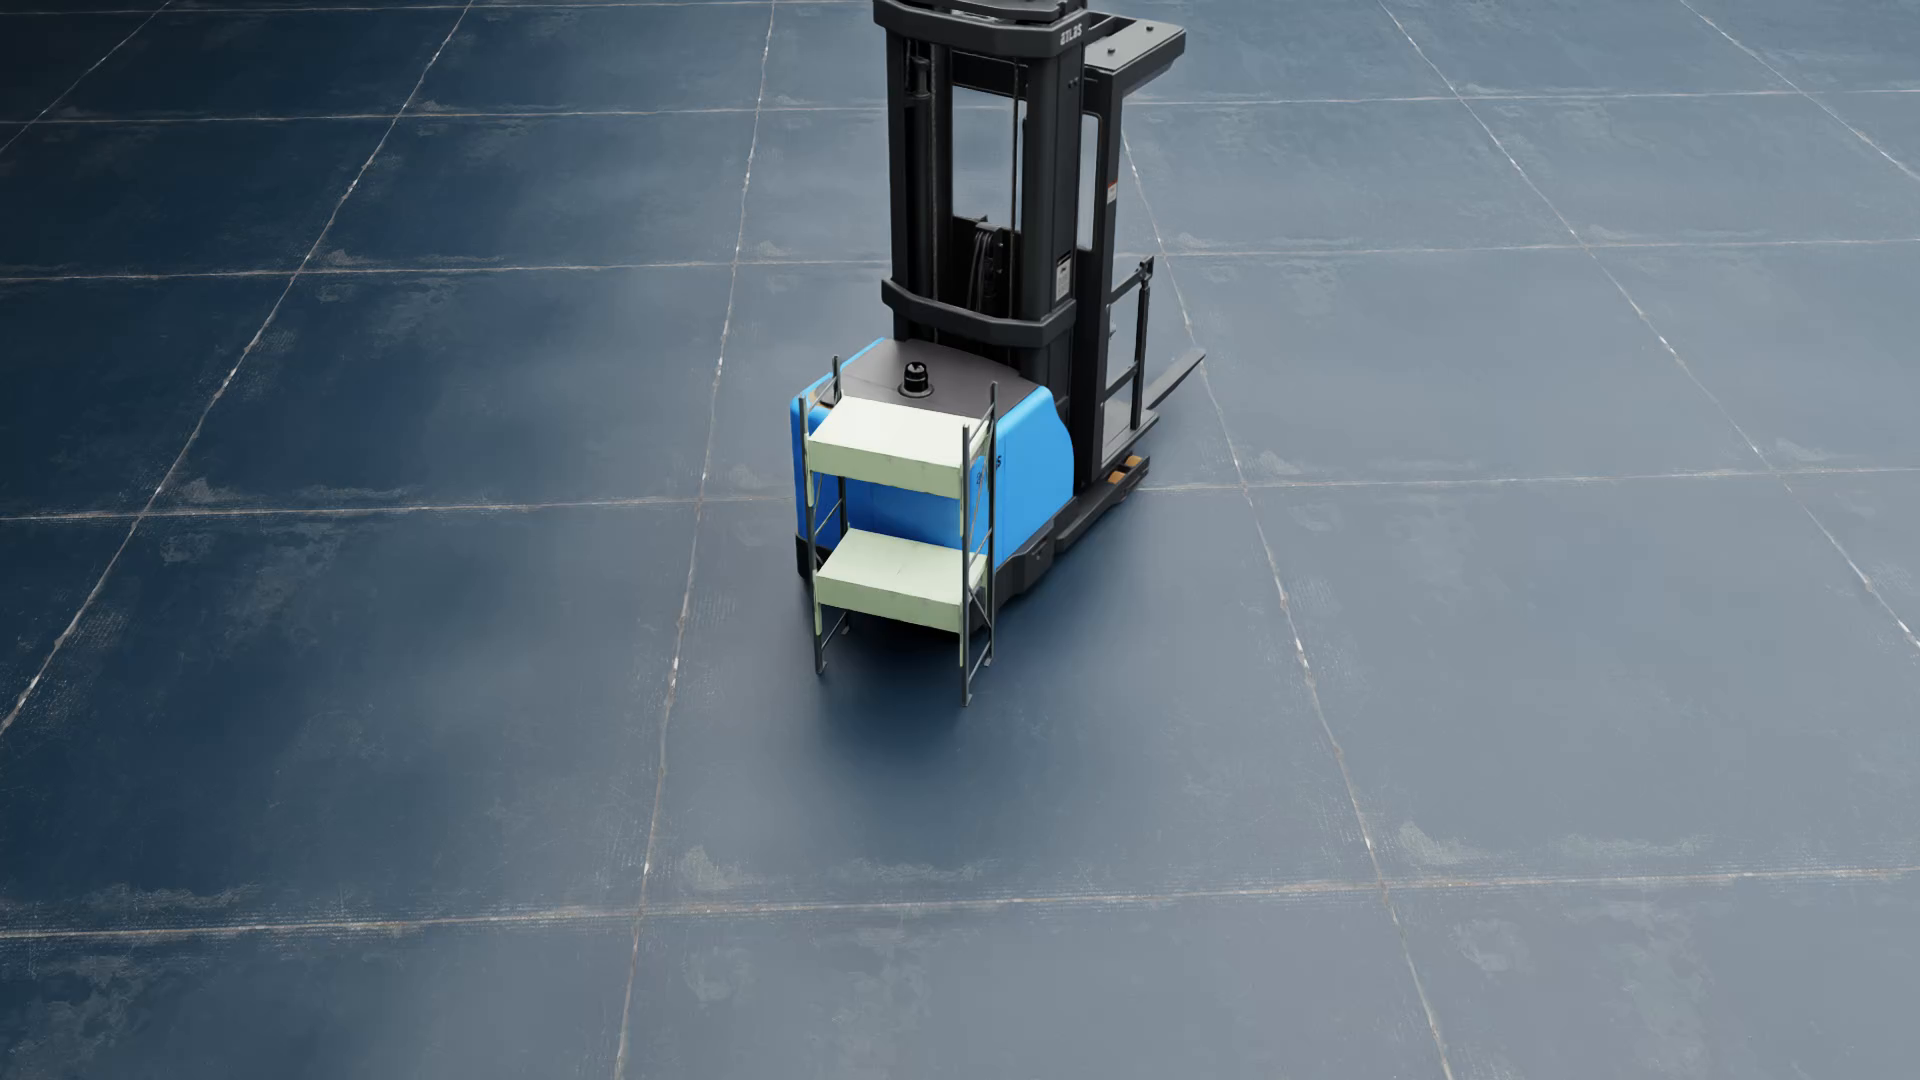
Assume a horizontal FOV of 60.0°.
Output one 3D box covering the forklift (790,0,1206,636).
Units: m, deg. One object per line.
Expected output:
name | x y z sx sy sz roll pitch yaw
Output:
forklift | 0.393 -1.545 8.443 1.130 2.935 3.031 20 39 26

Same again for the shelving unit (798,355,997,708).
shelving unit | -0.261 -0.021 7.499 0.755 1.500 0.431 11 36 16

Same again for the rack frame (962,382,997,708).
rack frame | 0.084 0.047 7.400 0.023 1.500 0.400 11 36 16

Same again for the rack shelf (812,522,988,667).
rack shelf | -0.261 0.247 7.685 0.720 0.370 0.431 11 36 16

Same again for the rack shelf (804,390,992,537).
rack shelf | -0.261 -0.342 7.277 0.720 0.370 0.431 11 36 16

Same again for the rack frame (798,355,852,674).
rack frame | -0.607 -0.090 7.599 0.023 1.500 0.400 11 36 16
